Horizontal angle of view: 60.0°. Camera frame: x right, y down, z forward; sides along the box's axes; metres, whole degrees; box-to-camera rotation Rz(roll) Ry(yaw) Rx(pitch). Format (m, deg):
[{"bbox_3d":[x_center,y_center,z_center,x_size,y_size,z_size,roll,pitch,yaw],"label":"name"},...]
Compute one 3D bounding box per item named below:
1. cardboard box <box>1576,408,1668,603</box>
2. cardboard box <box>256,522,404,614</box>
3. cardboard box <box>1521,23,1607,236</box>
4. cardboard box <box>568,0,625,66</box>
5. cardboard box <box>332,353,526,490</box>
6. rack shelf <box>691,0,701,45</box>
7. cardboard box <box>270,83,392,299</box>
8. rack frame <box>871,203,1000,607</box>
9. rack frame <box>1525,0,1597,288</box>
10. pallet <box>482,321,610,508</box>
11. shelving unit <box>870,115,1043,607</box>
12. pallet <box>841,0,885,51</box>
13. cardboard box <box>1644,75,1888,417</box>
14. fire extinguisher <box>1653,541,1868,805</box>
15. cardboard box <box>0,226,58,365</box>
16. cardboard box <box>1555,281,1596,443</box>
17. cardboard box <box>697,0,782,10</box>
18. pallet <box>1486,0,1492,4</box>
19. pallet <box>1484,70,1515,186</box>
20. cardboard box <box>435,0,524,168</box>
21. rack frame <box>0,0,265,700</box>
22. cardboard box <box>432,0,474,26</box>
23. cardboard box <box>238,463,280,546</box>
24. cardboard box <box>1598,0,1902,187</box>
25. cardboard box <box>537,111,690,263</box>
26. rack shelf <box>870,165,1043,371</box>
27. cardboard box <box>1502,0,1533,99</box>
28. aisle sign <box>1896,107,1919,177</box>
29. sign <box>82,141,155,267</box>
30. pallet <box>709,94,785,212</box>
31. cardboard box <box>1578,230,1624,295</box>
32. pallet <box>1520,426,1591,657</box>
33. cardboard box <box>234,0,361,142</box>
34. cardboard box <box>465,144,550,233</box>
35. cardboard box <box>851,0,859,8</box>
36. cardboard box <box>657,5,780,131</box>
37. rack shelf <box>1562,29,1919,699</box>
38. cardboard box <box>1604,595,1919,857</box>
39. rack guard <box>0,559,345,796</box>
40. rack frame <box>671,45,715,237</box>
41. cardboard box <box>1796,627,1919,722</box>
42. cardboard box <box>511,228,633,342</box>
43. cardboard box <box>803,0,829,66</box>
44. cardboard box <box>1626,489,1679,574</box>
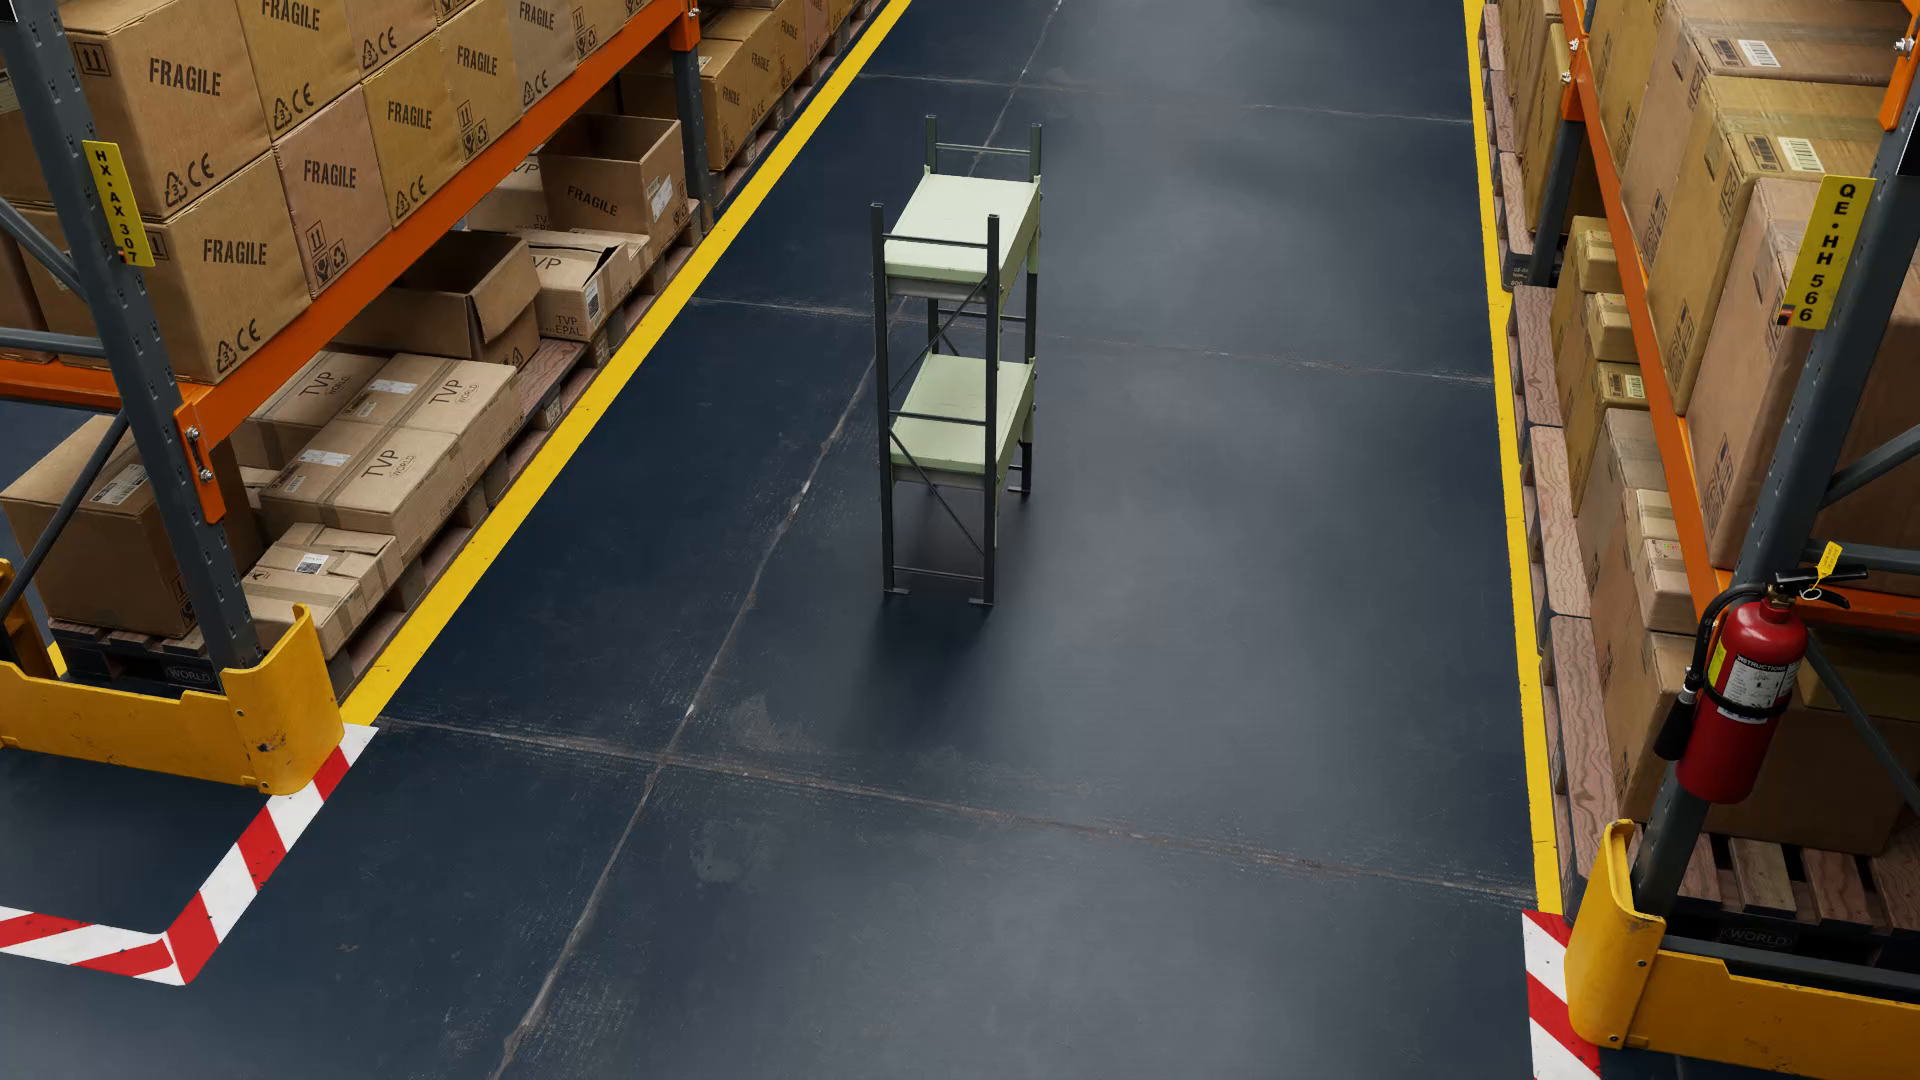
[{"bbox_3d":[2.503,-0.070,5.563,0.700,0.500,0.500,6,36,8],"label":"cardboard box"},{"bbox_3d":[-2.124,0.087,5.614,0.380,0.166,0.250,7,37,10],"label":"cardboard box"},{"bbox_3d":[3.104,-1.905,7.796,0.750,0.750,0.750,8,37,11],"label":"cardboard box"},{"bbox_3d":[-1.713,-2.261,6.729,0.500,0.500,0.500,8,37,11],"label":"cardboard box"},{"bbox_3d":[-1.996,-0.456,6.292,0.500,0.250,0.500,7,37,10],"label":"cardboard box"},{"bbox_3d":[-1.321,-3.690,9.399,1.077,0.370,4.000,7,37,10],"label":"rack shelf"},{"bbox_3d":[-2.145,-1.100,5.127,0.500,0.500,0.500,7,37,10],"label":"cardboard box"},{"bbox_3d":[-0.077,-0.401,5.526,0.400,1.500,0.023,7,37,10],"label":"rack frame"},{"bbox_3d":[3.092,-2.216,6.752,1.000,3.000,0.127,7,37,10],"label":"rack frame"},{"bbox_3d":[-2.154,-0.611,6.913,1.003,0.211,1.213,7,37,10],"label":"pallet"},{"bbox_3d":[0.001,-0.611,5.815,0.431,1.500,0.755,7,37,10],"label":"shelving unit"},{"bbox_3d":[-1.090,-3.576,11.004,1.003,0.211,1.213,7,37,10],"label":"pallet"},{"bbox_3d":[2.481,-0.757,4.483,0.980,0.700,0.700,7,37,10],"label":"cardboard box"},{"bbox_3d":[1.754,0.288,3.681,0.296,0.674,0.183,7,37,10],"label":"fire extinguisher"},{"bbox_3d":[-2.773,-0.873,4.814,0.500,0.500,0.500,8,37,11],"label":"cardboard box"},{"bbox_3d":[2.721,-0.671,6.392,0.700,0.500,0.500,7,37,9],"label":"cardboard box"},{"bbox_3d":[-1.193,-3.125,9.122,0.500,0.250,0.500,7,37,10],"label":"cardboard box"},{"bbox_3d":[4.114,-3.828,11.352,1.003,0.211,1.213,7,37,10],"label":"pallet"},{"bbox_3d":[3.441,-2.241,9.162,1.003,0.211,1.213,7,37,10],"label":"pallet"},{"bbox_3d":[-1.927,-1.674,5.918,0.500,0.500,0.500,8,37,11],"label":"cardboard box"},{"bbox_3d":[-2.603,-0.542,4.442,1.000,3.000,0.127,7,37,10],"label":"rack frame"},{"bbox_3d":[-1.927,-2.087,5.636,0.500,0.500,0.500,7,37,10],"label":"cardboard box"},{"bbox_3d":[-2.553,-0.136,5.922,0.380,0.166,0.250,7,37,10],"label":"cardboard box"},{"bbox_3d":[2.799,-1.611,5.661,0.980,0.700,0.700,6,36,9],"label":"cardboard box"},{"bbox_3d":[-1.593,-1.639,7.710,0.500,0.500,0.500,7,37,10],"label":"cardboard box"},{"bbox_3d":[0.001,-0.927,5.586,0.431,0.370,0.720,7,37,10],"label":"rack shelf"},{"bbox_3d":[3.468,-2.903,9.173,0.750,0.750,0.750,7,37,10],"label":"cardboard box"},{"bbox_3d":[1.929,-0.972,2.820,0.394,0.787,0.004,7,37,10],"label":"aisle sign"},{"bbox_3d":[-2.073,-0.825,4.094,0.100,0.325,0.005,7,37,10],"label":"sign"},{"bbox_3d":[-1.612,-2.177,9.074,1.003,0.211,1.213,7,37,10],"label":"pallet"},{"bbox_3d":[2.580,-1.048,6.359,0.380,0.149,0.250,8,37,12],"label":"cardboard box"},{"bbox_3d":[2.594,0.040,6.014,1.003,0.211,1.213,7,37,10],"label":"pallet"},{"bbox_3d":[-2.146,-1.509,4.839,0.500,0.500,0.500,8,37,10],"label":"cardboard box"},{"bbox_3d":[-2.049,-1.711,7.971,0.500,0.311,0.500,7,37,10],"label":"cardboard box"},{"bbox_3d":[-0.864,-3.729,10.594,0.500,0.500,0.500,9,37,12],"label":"cardboard box"},{"bbox_3d":[-1.304,-2.555,8.975,0.500,0.500,0.500,8,37,11],"label":"cardboard box"},{"bbox_3d":[2.665,-0.778,5.381,1.077,0.370,4.000,7,37,10],"label":"rack shelf"},{"bbox_3d":[2.289,0.505,4.769,0.700,0.500,0.500,7,37,10],"label":"cardboard box"},{"bbox_3d":[-2.587,0.427,5.235,1.175,0.500,0.348,7,37,10],"label":"rack guard"},{"bbox_3d":[-1.748,-2.835,7.606,1.000,3.000,0.127,7,37,10],"label":"rack frame"},{"bbox_3d":[2.458,0.339,4.445,0.380,0.149,0.250,8,37,10],"label":"cardboard box"},{"bbox_3d":[-1.753,-1.132,7.173,0.500,0.311,0.500,7,37,10],"label":"cardboard box"},{"bbox_3d":[-1.081,-3.130,9.768,0.500,0.500,0.500,6,36,8],"label":"cardboard box"},{"bbox_3d":[2.192,-0.001,4.914,0.380,0.149,0.250,8,37,11],"label":"cardboard box"}]
